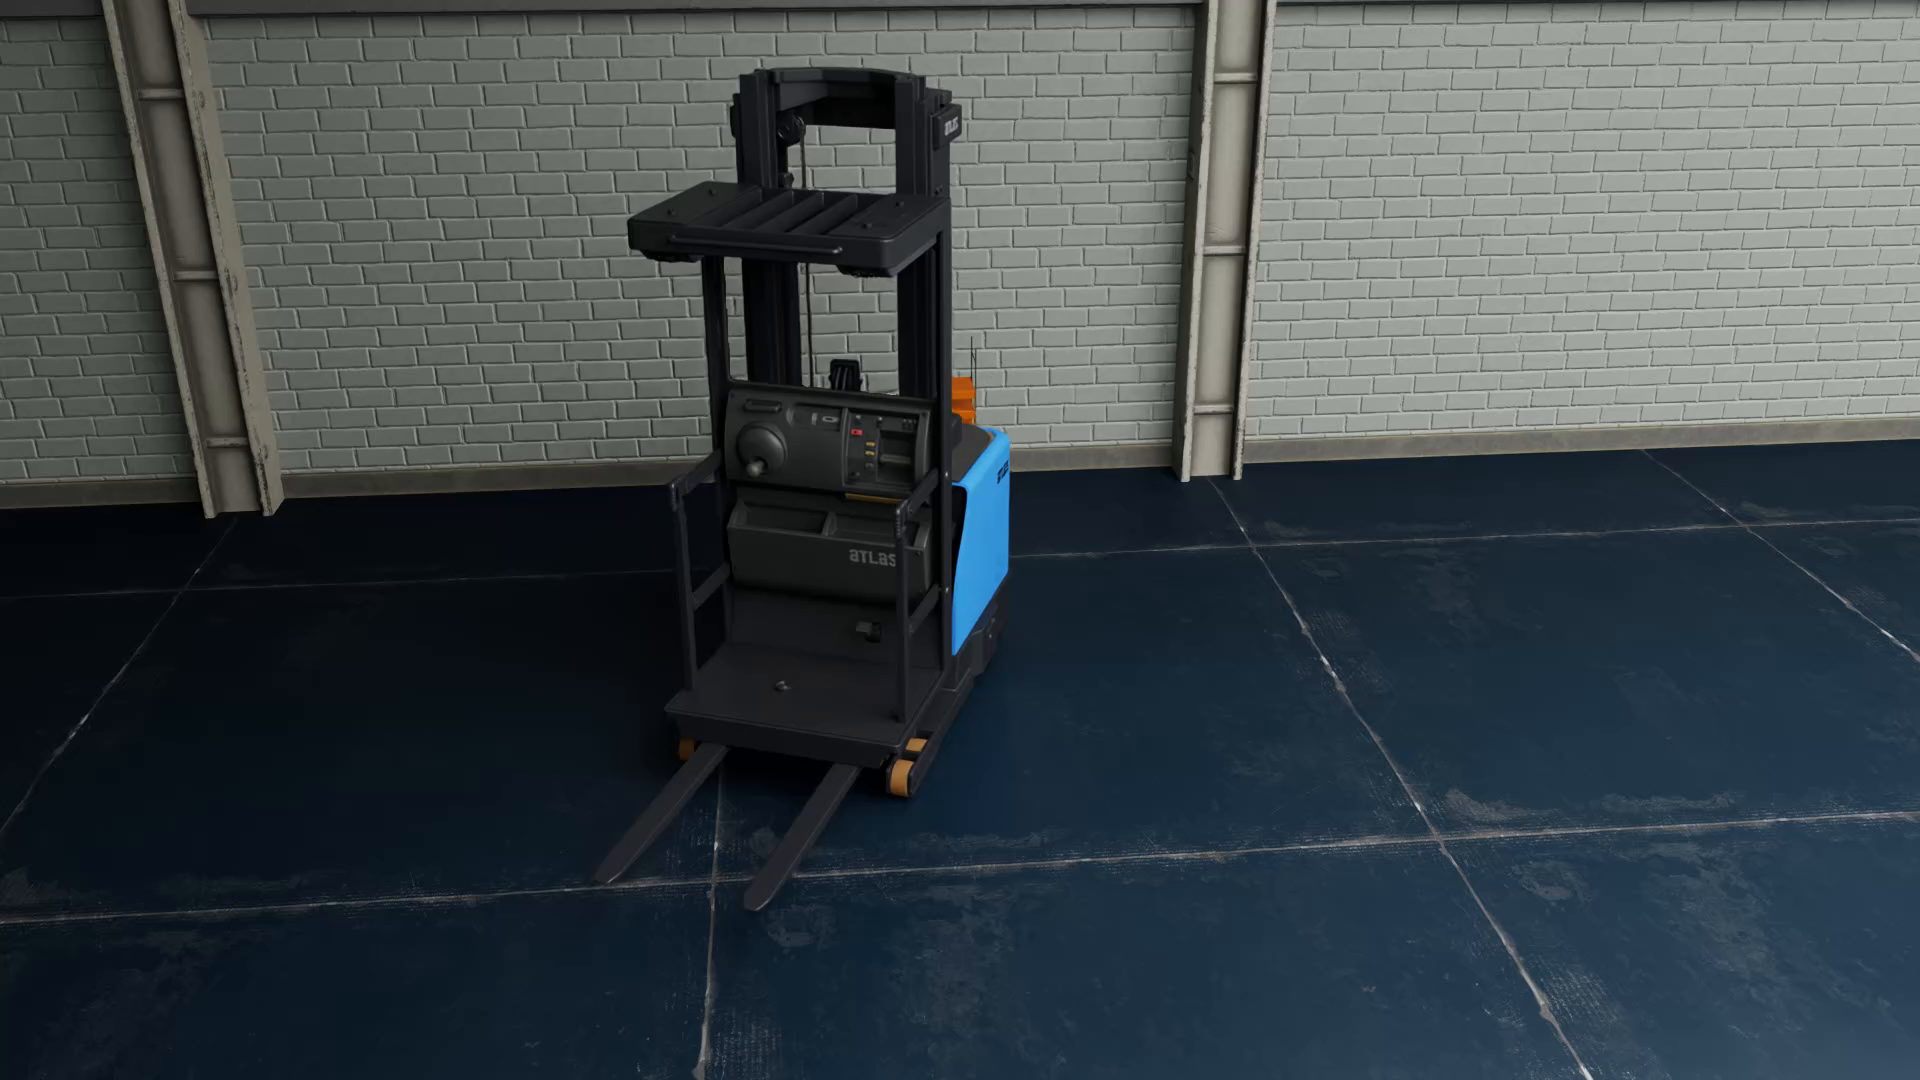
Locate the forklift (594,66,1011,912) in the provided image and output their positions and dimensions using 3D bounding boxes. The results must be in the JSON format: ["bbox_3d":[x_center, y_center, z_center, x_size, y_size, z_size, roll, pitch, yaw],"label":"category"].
[{"bbox_3d":[-0.641,-0.398,7.036,1.130,2.935,3.031,7,25,15],"label":"forklift"}]

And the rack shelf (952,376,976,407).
[{"bbox_3d":[-0.014,-0.836,9.377,0.180,0.103,0.258,-2,24,-5],"label":"rack shelf"}]

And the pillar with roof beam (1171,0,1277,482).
[{"bbox_3d":[2.011,-2.813,5.001,0.400,9.000,9.100,-2,24,-5],"label":"pillar with roof beam"}]

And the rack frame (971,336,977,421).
[{"bbox_3d":[0.077,-0.551,9.513,0.006,1.200,0.240,-2,24,-5],"label":"rack frame"}]

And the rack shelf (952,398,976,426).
[{"bbox_3d":[-0.014,-0.726,9.426,0.180,0.103,0.258,-2,24,-5],"label":"rack shelf"}]

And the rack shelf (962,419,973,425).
[{"bbox_3d":[-0.014,-0.617,9.474,0.180,0.103,0.258,-2,24,-5],"label":"rack shelf"}]

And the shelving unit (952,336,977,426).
[{"bbox_3d":[-0.014,-0.548,9.505,0.189,1.200,0.258,-2,24,-5],"label":"shelving unit"}]

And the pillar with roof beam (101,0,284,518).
[{"bbox_3d":[-3.960,-2.574,4.462,0.400,9.000,9.100,-2,24,-5],"label":"pillar with roof beam"}]
